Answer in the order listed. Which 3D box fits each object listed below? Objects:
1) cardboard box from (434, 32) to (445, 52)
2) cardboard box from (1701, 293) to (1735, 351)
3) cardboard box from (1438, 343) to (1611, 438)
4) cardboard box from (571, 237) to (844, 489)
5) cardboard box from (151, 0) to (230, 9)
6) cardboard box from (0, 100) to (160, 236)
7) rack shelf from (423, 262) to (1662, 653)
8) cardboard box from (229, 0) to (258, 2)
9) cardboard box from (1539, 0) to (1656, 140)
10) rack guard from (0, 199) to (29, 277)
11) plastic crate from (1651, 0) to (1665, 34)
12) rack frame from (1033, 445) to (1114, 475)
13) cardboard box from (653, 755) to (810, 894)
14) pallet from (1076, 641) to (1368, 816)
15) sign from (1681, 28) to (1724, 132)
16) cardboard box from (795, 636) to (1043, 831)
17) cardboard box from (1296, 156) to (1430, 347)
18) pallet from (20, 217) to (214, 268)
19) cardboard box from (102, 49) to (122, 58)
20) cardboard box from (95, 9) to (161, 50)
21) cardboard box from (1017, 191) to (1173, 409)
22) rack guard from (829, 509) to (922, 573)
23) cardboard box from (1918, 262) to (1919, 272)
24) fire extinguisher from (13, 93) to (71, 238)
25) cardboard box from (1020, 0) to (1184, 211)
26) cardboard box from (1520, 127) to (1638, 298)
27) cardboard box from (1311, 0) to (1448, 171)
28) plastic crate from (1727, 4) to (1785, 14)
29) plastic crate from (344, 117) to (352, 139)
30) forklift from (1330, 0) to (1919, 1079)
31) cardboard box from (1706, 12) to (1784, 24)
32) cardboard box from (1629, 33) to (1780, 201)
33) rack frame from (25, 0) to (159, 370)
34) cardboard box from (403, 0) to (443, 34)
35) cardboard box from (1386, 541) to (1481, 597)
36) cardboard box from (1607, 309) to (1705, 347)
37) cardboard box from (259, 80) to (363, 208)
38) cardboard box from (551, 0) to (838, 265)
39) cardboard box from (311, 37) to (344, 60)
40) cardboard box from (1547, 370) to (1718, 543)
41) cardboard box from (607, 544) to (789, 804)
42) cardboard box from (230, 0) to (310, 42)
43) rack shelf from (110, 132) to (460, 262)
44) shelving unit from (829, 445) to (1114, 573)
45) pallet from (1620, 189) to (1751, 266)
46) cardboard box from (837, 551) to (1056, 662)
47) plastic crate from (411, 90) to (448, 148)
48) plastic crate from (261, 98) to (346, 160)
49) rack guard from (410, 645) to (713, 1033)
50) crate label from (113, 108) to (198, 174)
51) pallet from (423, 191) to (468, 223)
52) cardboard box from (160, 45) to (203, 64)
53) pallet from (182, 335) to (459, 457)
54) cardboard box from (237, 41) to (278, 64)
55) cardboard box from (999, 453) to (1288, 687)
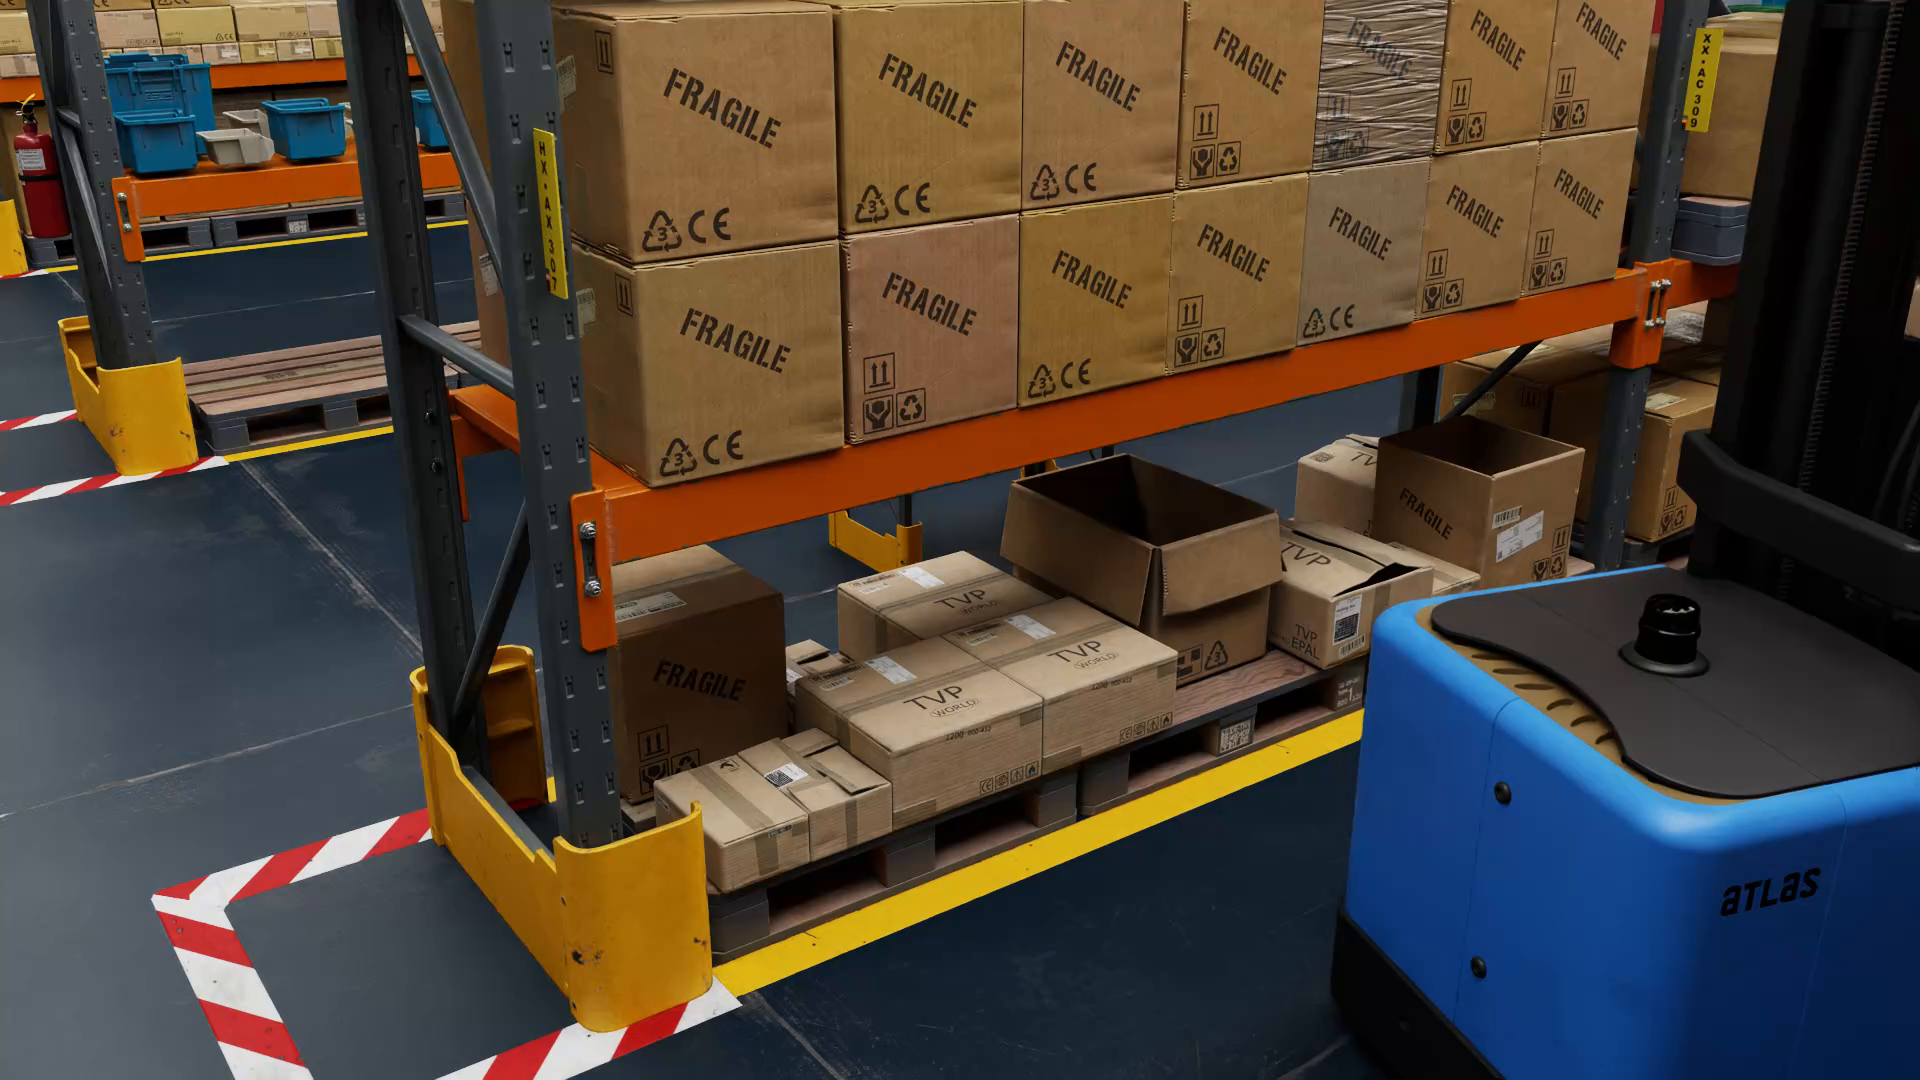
[{"bbox_3d":[-4.140,-3.861,12.865,0.250,0.149,0.380,-15,26,-34],"label":"cardboard box"},{"bbox_3d":[3.463,-0.912,6.903,0.500,0.250,0.500,-15,26,-33],"label":"cardboard box"},{"bbox_3d":[2.349,-0.509,6.904,0.500,0.500,0.500,-15,26,-33],"label":"cardboard box"},{"bbox_3d":[-0.617,-0.470,3.892,0.500,0.500,0.500,-14,26,-32],"label":"cardboard box"},{"bbox_3d":[-5.543,-4.050,11.787,0.500,0.500,0.500,-16,27,-34],"label":"cardboard box"},{"bbox_3d":[-6.440,-2.759,12.063,0.875,0.875,0.875,-15,26,-33],"label":"cardboard box"},{"bbox_3d":[0.493,-0.506,5.087,4.000,0.370,1.077,-15,26,-33],"label":"rack shelf"},{"bbox_3d":[-5.429,-3.975,12.612,0.500,0.250,0.500,-15,26,-33],"label":"cardboard box"},{"bbox_3d":[1.857,-1.596,5.365,0.500,0.500,0.500,-15,26,-33],"label":"cardboard box"},{"bbox_3d":[-6.933,-2.222,11.790,0.348,0.500,1.175,-15,26,-33],"label":"rack guard"},{"bbox_3d":[5.506,-4.328,13.610,0.583,0.464,0.402,-15,26,-33],"label":"plastic crate"},{"bbox_3d":[0.482,-0.825,6.940,0.032,1.500,0.500,-15,26,-33],"label":"rack frame"},{"bbox_3d":[-0.590,0.726,4.284,0.250,0.149,0.380,-15,26,-33],"label":"cardboard box"},{"bbox_3d":[0.567,0.436,5.518,1.213,0.211,1.003,-15,26,-33],"label":"pallet"},{"bbox_3d":[2.439,-1.513,5.473,0.005,0.325,0.100,-15,26,-33],"label":"sign"},{"bbox_3d":[-0.118,0.525,4.649,0.500,0.250,0.500,-15,26,-33],"label":"cardboard box"},{"bbox_3d":[1.027,-0.910,4.995,0.500,0.500,0.500,-14,26,-32],"label":"cardboard box"},{"bbox_3d":[-6.310,-2.290,12.349,1.213,0.211,1.003,-15,26,-33],"label":"pallet"},{"bbox_3d":[-6.017,-3.360,11.609,0.250,0.149,0.380,-16,27,-34],"label":"cardboard box"},{"bbox_3d":[-5.948,-3.594,11.656,0.500,0.250,0.500,-15,26,-33],"label":"cardboard box"},{"bbox_3d":[0.208,-0.691,4.446,0.500,0.500,0.500,-15,26,-33],"label":"cardboard box"},{"bbox_3d":[-0.342,-0.025,6.621,0.087,0.250,0.587,-15,26,-33],"label":"rack guard"},{"bbox_3d":[4.698,-1.244,7.733,0.500,0.250,0.500,-14,26,-31],"label":"cardboard box"},{"bbox_3d":[-4.408,-1.793,7.950,0.183,0.674,0.296,-15,26,-33],"label":"fire extinguisher"},{"bbox_3d":[0.212,-1.157,4.264,0.500,0.500,0.500,-15,26,-32],"label":"cardboard box"},{"bbox_3d":[1.860,-1.134,5.556,0.500,0.500,0.500,-14,26,-32],"label":"cardboard box"},{"bbox_3d":[1.033,-1.376,4.812,0.500,0.500,0.500,-15,26,-32],"label":"cardboard box"},{"bbox_3d":[6.987,-4.606,14.677,0.662,0.188,0.450,-15,26,-33],"label":"plastic crate"},{"bbox_3d":[-3.221,-2.093,8.368,0.243,0.136,0.396,-15,26,-33],"label":"plastic crate"},{"bbox_3d":[2.462,-0.229,3.516,3.031,2.935,1.130,-7,23,-17],"label":"forklift"},{"bbox_3d":[3.514,-1.915,6.947,0.700,0.500,0.500,17,27,36],"label":"cardboard box"},{"bbox_3d":[2.631,-1.550,6.031,0.700,0.500,0.500,14,26,32],"label":"cardboard box"},{"bbox_3d":[-4.021,-1.898,7.606,0.127,3.000,1.000,-15,26,-33],"label":"rack frame"},{"bbox_3d":[-4.290,-4.035,12.762,0.500,0.250,0.500,-14,26,-31],"label":"cardboard box"},{"bbox_3d":[1.550,0.155,5.714,0.250,0.149,0.380,-15,26,-33],"label":"cardboard box"},{"bbox_3d":[3.163,-0.722,7.438,0.500,0.500,0.500,-15,26,-32],"label":"cardboard box"},{"bbox_3d":[-4.979,-3.149,13.040,0.875,0.875,0.875,-15,26,-33],"label":"cardboard box"},{"bbox_3d":[-0.617,-0.935,3.707,0.500,0.500,0.500,-14,26,-31],"label":"cardboard box"},{"bbox_3d":[-4.765,-3.694,12.446,0.250,0.149,0.380,-15,26,-34],"label":"cardboard box"},{"bbox_3d":[2.651,-0.348,6.499,0.500,0.500,0.500,-16,27,-35],"label":"cardboard box"},{"bbox_3d":[-0.833,0.358,4.731,0.500,0.500,0.500,-15,26,-33],"label":"cardboard box"},{"bbox_3d":[-5.117,-3.816,12.213,0.500,0.250,0.500,-16,27,-34],"label":"cardboard box"},{"bbox_3d":[-2.397,-1.997,8.824,4.000,0.370,1.077,-15,26,-33],"label":"rack shelf"},{"bbox_3d":[0.062,-0.713,6.660,1.083,1.500,0.587,-15,26,-33],"label":"shelving unit"},{"bbox_3d":[2.829,-1.324,6.426,1.213,0.211,1.003,-15,26,-33],"label":"pallet"},{"bbox_3d":[-0.045,0.277,5.270,0.500,0.250,0.500,-15,26,-33],"label":"cardboard box"},{"bbox_3d":[-2.559,-2.088,8.225,0.300,0.233,0.416,-15,26,-33],"label":"plastic crate"},{"bbox_3d":[-3.094,-1.945,7.868,0.300,0.233,0.416,-15,26,-33],"label":"plastic crate"},{"bbox_3d":[-1.069,0.738,4.374,0.348,0.500,1.175,-15,26,-33],"label":"rack guard"},{"bbox_3d":[-3.628,-1.803,7.511,0.303,0.233,0.416,-15,26,-33],"label":"crate label"},{"bbox_3d":[-4.329,-2.818,13.673,1.213,0.211,1.003,-15,26,-33],"label":"pallet"},{"bbox_3d":[-5.599,-3.472,11.889,0.250,0.149,0.380,-16,27,-34],"label":"cardboard box"},{"bbox_3d":[-3.329,-0.770,8.540,1.213,0.211,1.003,-15,26,-33],"label":"pallet"},{"bbox_3d":[-5.185,-3.582,12.165,0.250,0.149,0.380,-16,27,-34],"label":"cardboard box"},{"bbox_3d":[0.594,0.091,5.397,0.637,0.503,0.797,-15,26,-33],"label":"cardboard box"}]
